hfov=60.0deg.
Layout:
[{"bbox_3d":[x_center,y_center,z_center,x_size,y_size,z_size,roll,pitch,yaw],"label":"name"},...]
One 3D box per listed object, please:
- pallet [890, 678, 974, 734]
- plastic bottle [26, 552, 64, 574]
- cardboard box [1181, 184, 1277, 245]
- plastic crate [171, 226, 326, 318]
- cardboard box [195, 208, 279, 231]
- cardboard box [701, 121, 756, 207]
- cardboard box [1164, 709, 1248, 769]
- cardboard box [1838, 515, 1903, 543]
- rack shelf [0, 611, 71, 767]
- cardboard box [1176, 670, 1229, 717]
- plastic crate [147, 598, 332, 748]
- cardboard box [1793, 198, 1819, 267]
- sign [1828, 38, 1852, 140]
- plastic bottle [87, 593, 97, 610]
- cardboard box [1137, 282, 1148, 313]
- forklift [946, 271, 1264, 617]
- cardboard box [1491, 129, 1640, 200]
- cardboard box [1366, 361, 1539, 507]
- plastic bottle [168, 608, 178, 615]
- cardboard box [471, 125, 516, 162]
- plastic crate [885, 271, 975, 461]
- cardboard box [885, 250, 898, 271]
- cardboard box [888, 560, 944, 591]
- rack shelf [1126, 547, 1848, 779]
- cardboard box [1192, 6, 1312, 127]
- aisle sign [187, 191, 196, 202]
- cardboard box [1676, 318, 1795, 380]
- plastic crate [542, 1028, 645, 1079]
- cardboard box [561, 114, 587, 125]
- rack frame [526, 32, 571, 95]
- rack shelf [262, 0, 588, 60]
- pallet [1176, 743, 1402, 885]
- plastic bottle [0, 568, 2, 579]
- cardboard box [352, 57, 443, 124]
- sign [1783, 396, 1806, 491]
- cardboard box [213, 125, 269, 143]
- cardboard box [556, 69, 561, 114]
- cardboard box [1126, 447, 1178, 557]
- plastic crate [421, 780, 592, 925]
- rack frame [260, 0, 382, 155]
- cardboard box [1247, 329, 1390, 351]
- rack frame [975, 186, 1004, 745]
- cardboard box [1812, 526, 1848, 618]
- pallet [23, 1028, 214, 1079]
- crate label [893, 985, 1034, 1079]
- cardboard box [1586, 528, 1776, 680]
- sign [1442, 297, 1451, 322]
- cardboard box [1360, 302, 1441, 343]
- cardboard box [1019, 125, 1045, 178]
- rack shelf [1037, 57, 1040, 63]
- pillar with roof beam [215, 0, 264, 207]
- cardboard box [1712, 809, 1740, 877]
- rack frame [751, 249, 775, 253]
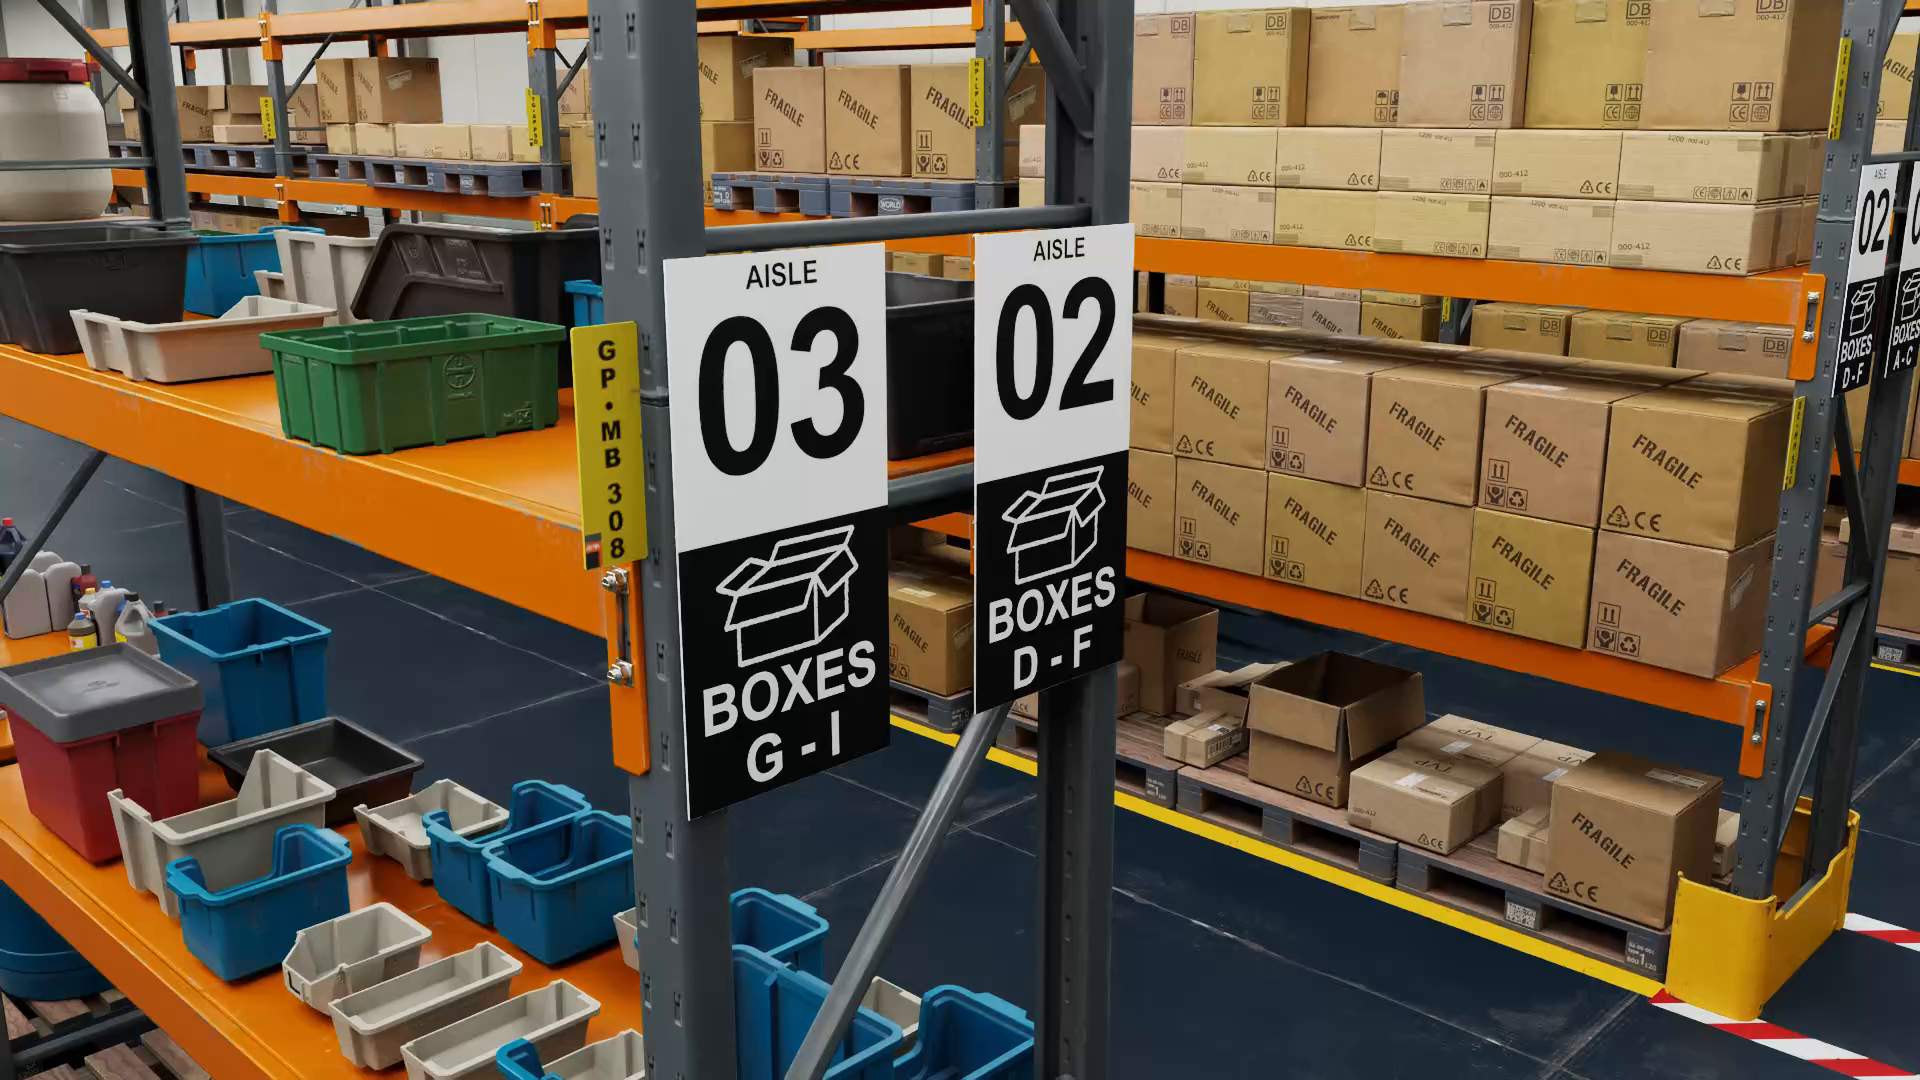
[{"bbox_3d":[-0.147,0.789,9.986,1.213,0.211,1.003,14,20,42],"label":"pallet"},{"bbox_3d":[-3.878,0.181,7.036,0.135,0.276,0.152,14,20,42],"label":"plastic bottle"},{"bbox_3d":[1.359,-1.498,7.580,0.500,0.250,0.500,14,20,42],"label":"cardboard box"},{"bbox_3d":[-2.099,-0.796,4.920,0.300,0.233,0.416,14,20,42],"label":"plastic crate"},{"bbox_3d":[-6.702,-2.841,15.616,0.500,0.500,0.700,14,20,42],"label":"cardboard box"},{"bbox_3d":[-1.336,-2.374,10.449,0.500,0.500,0.910,14,20,42],"label":"cardboard box"},{"bbox_3d":[1.246,0.995,8.409,0.250,0.166,0.380,14,20,42],"label":"cardboard box"},{"bbox_3d":[5.803,-0.071,10.592,0.380,0.149,0.250,-14,20,-43],"label":"cardboard box"},{"bbox_3d":[-4.416,0.472,7.100,4.000,0.370,1.077,14,20,42],"label":"rack shelf"},{"bbox_3d":[1.383,0.845,9.023,0.250,0.149,0.380,14,20,42],"label":"cardboard box"},{"bbox_3d":[-2.403,0.472,5.584,0.575,0.384,0.392,14,20,42],"label":"plastic crate"},{"bbox_3d":[3.151,-1.240,6.590,0.500,0.250,0.500,14,20,42],"label":"cardboard box"},{"bbox_3d":[2.944,-1.508,5.564,0.005,0.325,0.100,14,20,42],"label":"sign"},{"bbox_3d":[-3.443,0.313,6.675,0.097,0.201,0.097,0,15,0],"label":"plastic bottle"},{"bbox_3d":[1.563,-2.002,14.339,0.500,0.500,0.500,-14,20,-42],"label":"cardboard box"},{"bbox_3d":[1.195,-1.059,11.685,1.130,2.935,3.031,-12,19,-38],"label":"forklift"},{"bbox_3d":[2.437,-1.477,6.508,0.500,0.250,0.500,14,20,42],"label":"cardboard box"},{"bbox_3d":[2.092,-0.463,7.080,0.500,0.500,0.500,-14,20,-43],"label":"cardboard box"},{"bbox_3d":[-2.944,0.388,6.224,0.133,0.283,0.061,14,20,42],"label":"plastic bottle"},{"bbox_3d":[-3.170,-2.865,11.994,0.500,0.250,0.500,-14,20,-43],"label":"cardboard box"},{"bbox_3d":[-0.180,-0.333,3.070,0.590,0.269,0.497,14,20,42],"label":"plastic crate"},{"bbox_3d":[-0.623,-2.682,16.706,0.700,0.500,0.500,-11,18,-37],"label":"cardboard box"},{"bbox_3d":[-0.440,0.449,9.843,0.500,0.500,0.500,14,20,42],"label":"cardboard box"},{"bbox_3d":[1.904,0.273,7.861,4.000,0.370,1.077,14,20,42],"label":"rack shelf"},{"bbox_3d":[1.467,-2.131,7.531,0.500,0.500,0.700,14,20,42],"label":"cardboard box"},{"bbox_3d":[-8.017,-3.848,17.095,0.004,0.787,0.394,14,20,42],"label":"aisle sign"},{"bbox_3d":[5.332,-1.118,11.178,0.700,0.700,0.980,12,19,40],"label":"cardboard box"},{"bbox_3d":[-0.809,1.162,3.427,0.243,0.136,0.396,14,20,42],"label":"plastic crate"},{"bbox_3d":[-4.309,-4.730,19.450,0.500,0.500,0.500,-13,19,-41],"label":"cardboard box"},{"bbox_3d":[-4.738,-6.328,19.871,0.127,3.000,1.000,14,20,42],"label":"rack frame"},{"bbox_3d":[-3.855,-3.836,12.529,4.000,0.370,1.077,14,20,42],"label":"rack shelf"},{"bbox_3d":[1.841,1.258,8.184,1.213,0.211,1.003,14,20,42],"label":"pallet"},{"bbox_3d":[-4.183,0.150,7.163,0.097,0.271,0.097,0,15,0],"label":"plastic bottle"},{"bbox_3d":[-4.452,-3.560,13.172,0.500,0.500,0.500,-12,19,-39],"label":"cardboard box"},{"bbox_3d":[2.944,-0.341,5.868,0.005,0.325,0.100,14,20,42],"label":"sign"},{"bbox_3d":[-6.352,-3.587,14.690,0.250,0.149,0.380,14,20,42],"label":"cardboard box"},{"bbox_3d":[-4.629,-5.307,19.680,0.500,0.500,0.500,12,19,38],"label":"cardboard box"},{"bbox_3d":[1.013,-0.246,8.228,0.500,0.500,0.500,14,20,43],"label":"cardboard box"},{"bbox_3d":[-1.210,0.840,4.474,0.300,0.233,0.416,14,20,42],"label":"plastic crate"},{"bbox_3d":[-5.294,-4.728,13.731,0.127,3.000,1.000,14,20,42],"label":"rack frame"},{"bbox_3d":[1.742,-0.738,8.135,0.500,0.500,0.500,14,20,43],"label":"cardboard box"},{"bbox_3d":[0.465,-0.425,9.114,0.127,3.000,1.000,14,20,42],"label":"rack frame"},{"bbox_3d":[5.846,0.190,10.879,0.500,0.500,0.700,14,20,42],"label":"cardboard box"},{"bbox_3d":[-2.420,1.944,5.551,1.213,0.211,1.003,14,20,42],"label":"pallet"},{"bbox_3d":[-0.046,1.123,3.388,0.303,0.233,0.416,14,20,42],"label":"crate label"},{"bbox_3d":[2.833,0.198,6.526,0.500,0.500,0.500,-14,20,-42],"label":"cardboard box"},{"bbox_3d":[3.531,-1.747,12.047,0.005,0.325,0.100,14,20,42],"label":"sign"},{"bbox_3d":[3.393,-1.562,12.649,0.500,0.500,0.500,13,20,41],"label":"cardboard box"},{"bbox_3d":[0.642,-1.916,8.192,0.500,0.250,0.500,14,20,42],"label":"cardboard box"},{"bbox_3d":[2.461,-4.036,13.295,4.000,0.370,1.077,14,20,42],"label":"rack shelf"},{"bbox_3d":[-15.261,-7.681,25.065,0.400,9.000,9.100,14,20,42],"label":"pillar with roof beam"},{"bbox_3d":[3.281,1.306,7.252,0.250,0.149,0.380,14,20,42],"label":"cardboard box"},{"bbox_3d":[-1.859,-2.725,17.941,0.127,3.000,1.000,14,20,42],"label":"rack frame"}]
